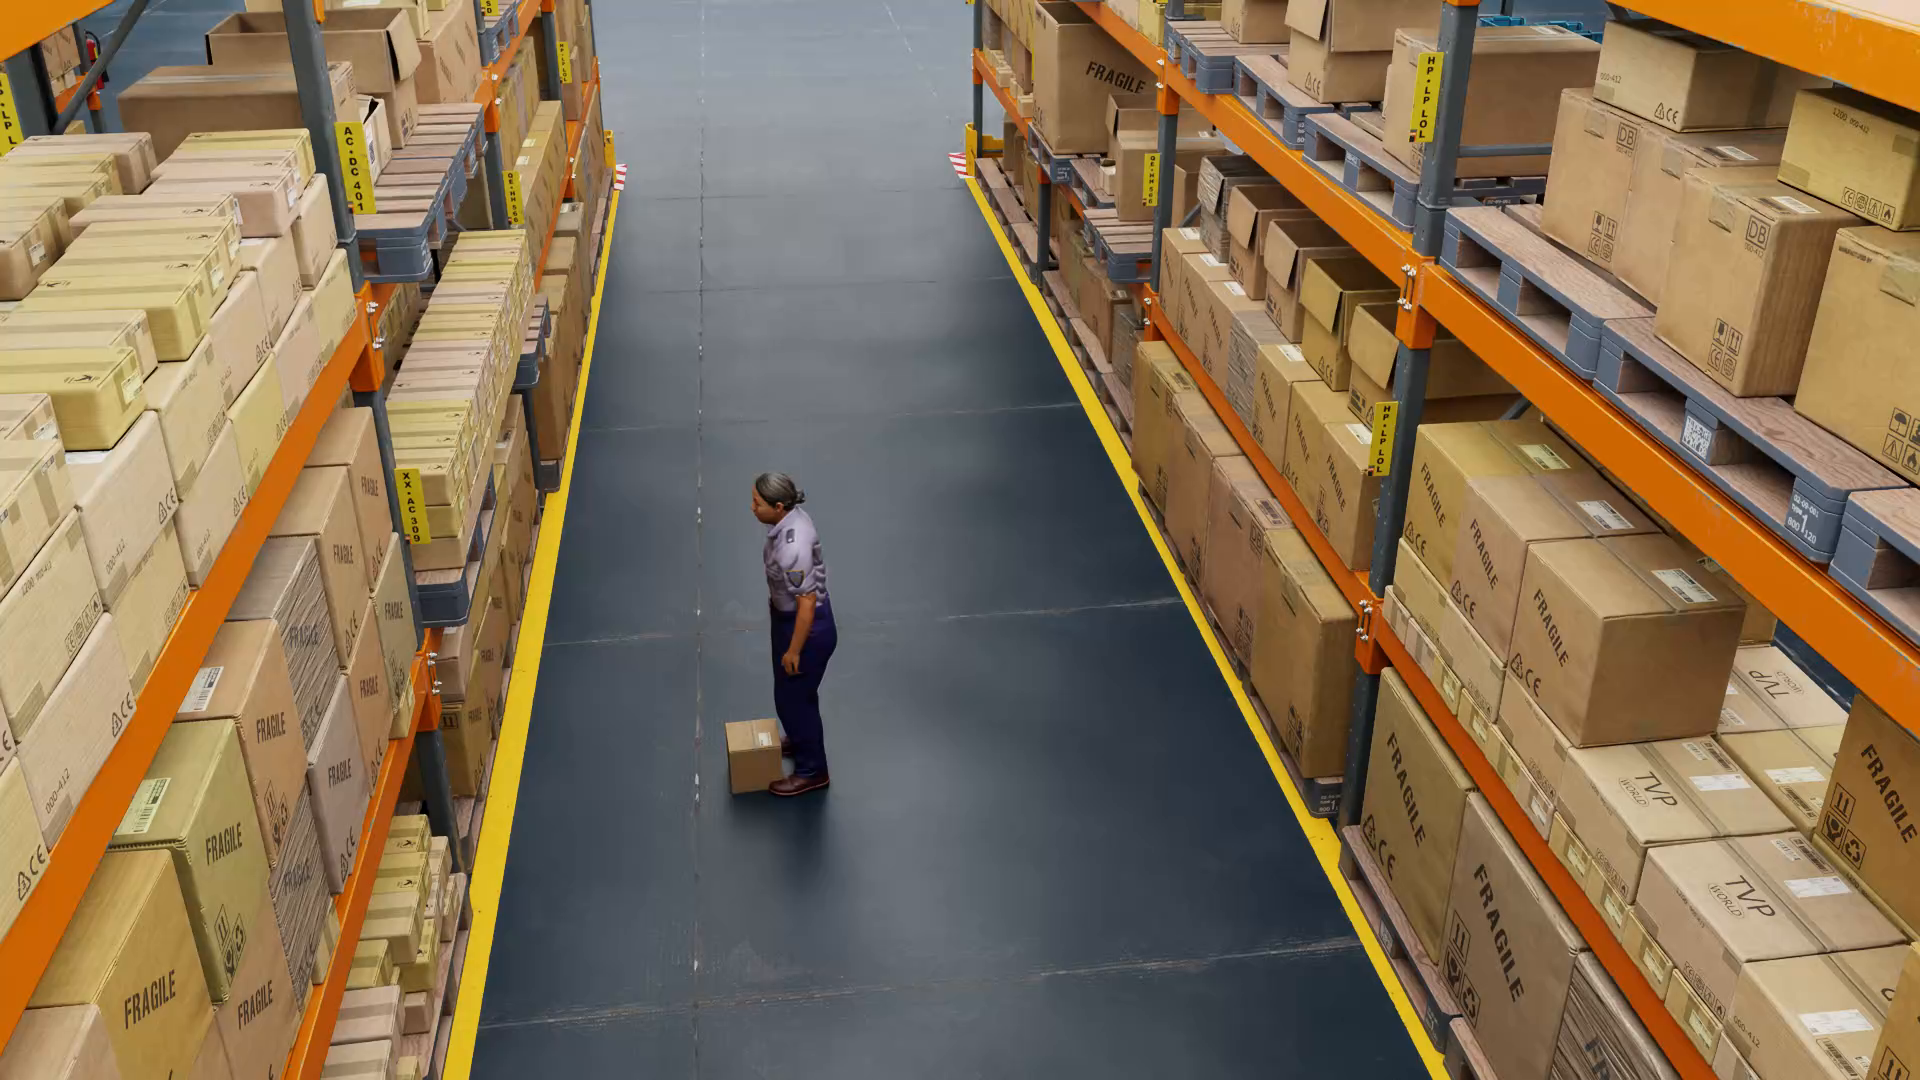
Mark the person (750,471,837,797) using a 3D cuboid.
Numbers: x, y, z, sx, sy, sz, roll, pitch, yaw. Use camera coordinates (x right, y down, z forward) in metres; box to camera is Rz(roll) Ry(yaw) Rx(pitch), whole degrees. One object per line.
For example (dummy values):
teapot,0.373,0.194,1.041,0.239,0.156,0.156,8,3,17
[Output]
person,-0.771,0.411,7.832,0.366,1.652,0.557,-5,28,-9
